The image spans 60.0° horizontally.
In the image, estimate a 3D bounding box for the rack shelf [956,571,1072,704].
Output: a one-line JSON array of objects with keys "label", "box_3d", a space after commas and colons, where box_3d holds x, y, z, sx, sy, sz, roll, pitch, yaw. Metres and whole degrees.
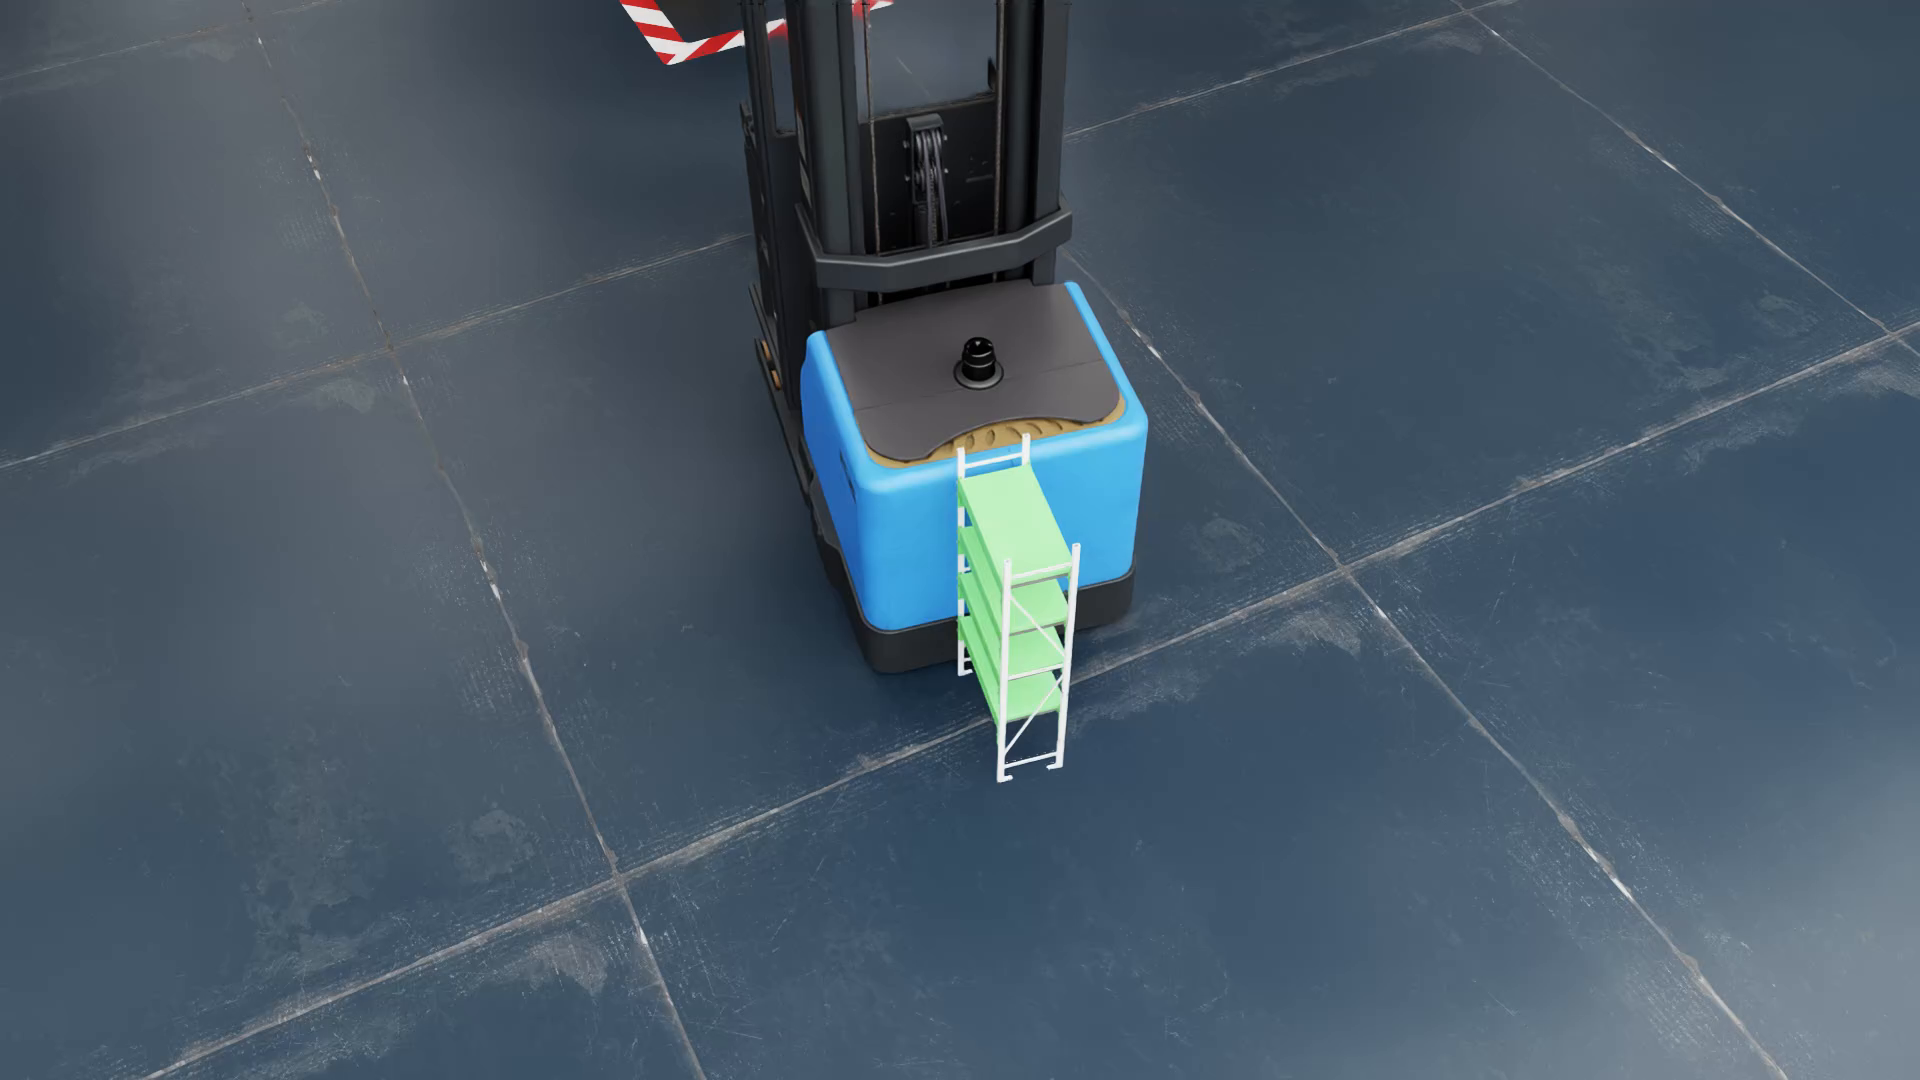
[{"label": "rack shelf", "box_3d": [0.178, 0.301, 5.668, 0.258, 0.148, 0.480, -13, 50, -11]}]

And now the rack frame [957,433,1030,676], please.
[{"label": "rack frame", "box_3d": [0.108, 0.082, 5.773, 0.240, 1.200, 0.015, -13, 50, -11]}]

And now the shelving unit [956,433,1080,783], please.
[{"label": "shelving unit", "box_3d": [0.178, 0.258, 5.619, 0.258, 1.200, 0.503, -13, 50, -11]}]

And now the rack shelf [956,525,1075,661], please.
[{"label": "rack shelf", "box_3d": [0.178, 0.143, 5.487, 0.258, 0.148, 0.480, -13, 50, -11]}]

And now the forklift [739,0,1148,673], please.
[{"label": "forklift", "box_3d": [-0.256, -1.612, 6.105, 1.130, 2.935, 3.031, -13, 50, -11]}]

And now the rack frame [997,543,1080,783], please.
[{"label": "rack frame", "box_3d": [0.248, 0.434, 5.466, 0.240, 1.200, 0.015, -13, 50, -11]}]

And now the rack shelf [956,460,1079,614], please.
[{"label": "rack shelf", "box_3d": [0.178, -0.015, 5.306, 0.258, 0.148, 0.480, -13, 50, -11]}]

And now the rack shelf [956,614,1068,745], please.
[{"label": "rack shelf", "box_3d": [0.178, 0.459, 5.848, 0.258, 0.148, 0.480, -13, 50, -11]}]
